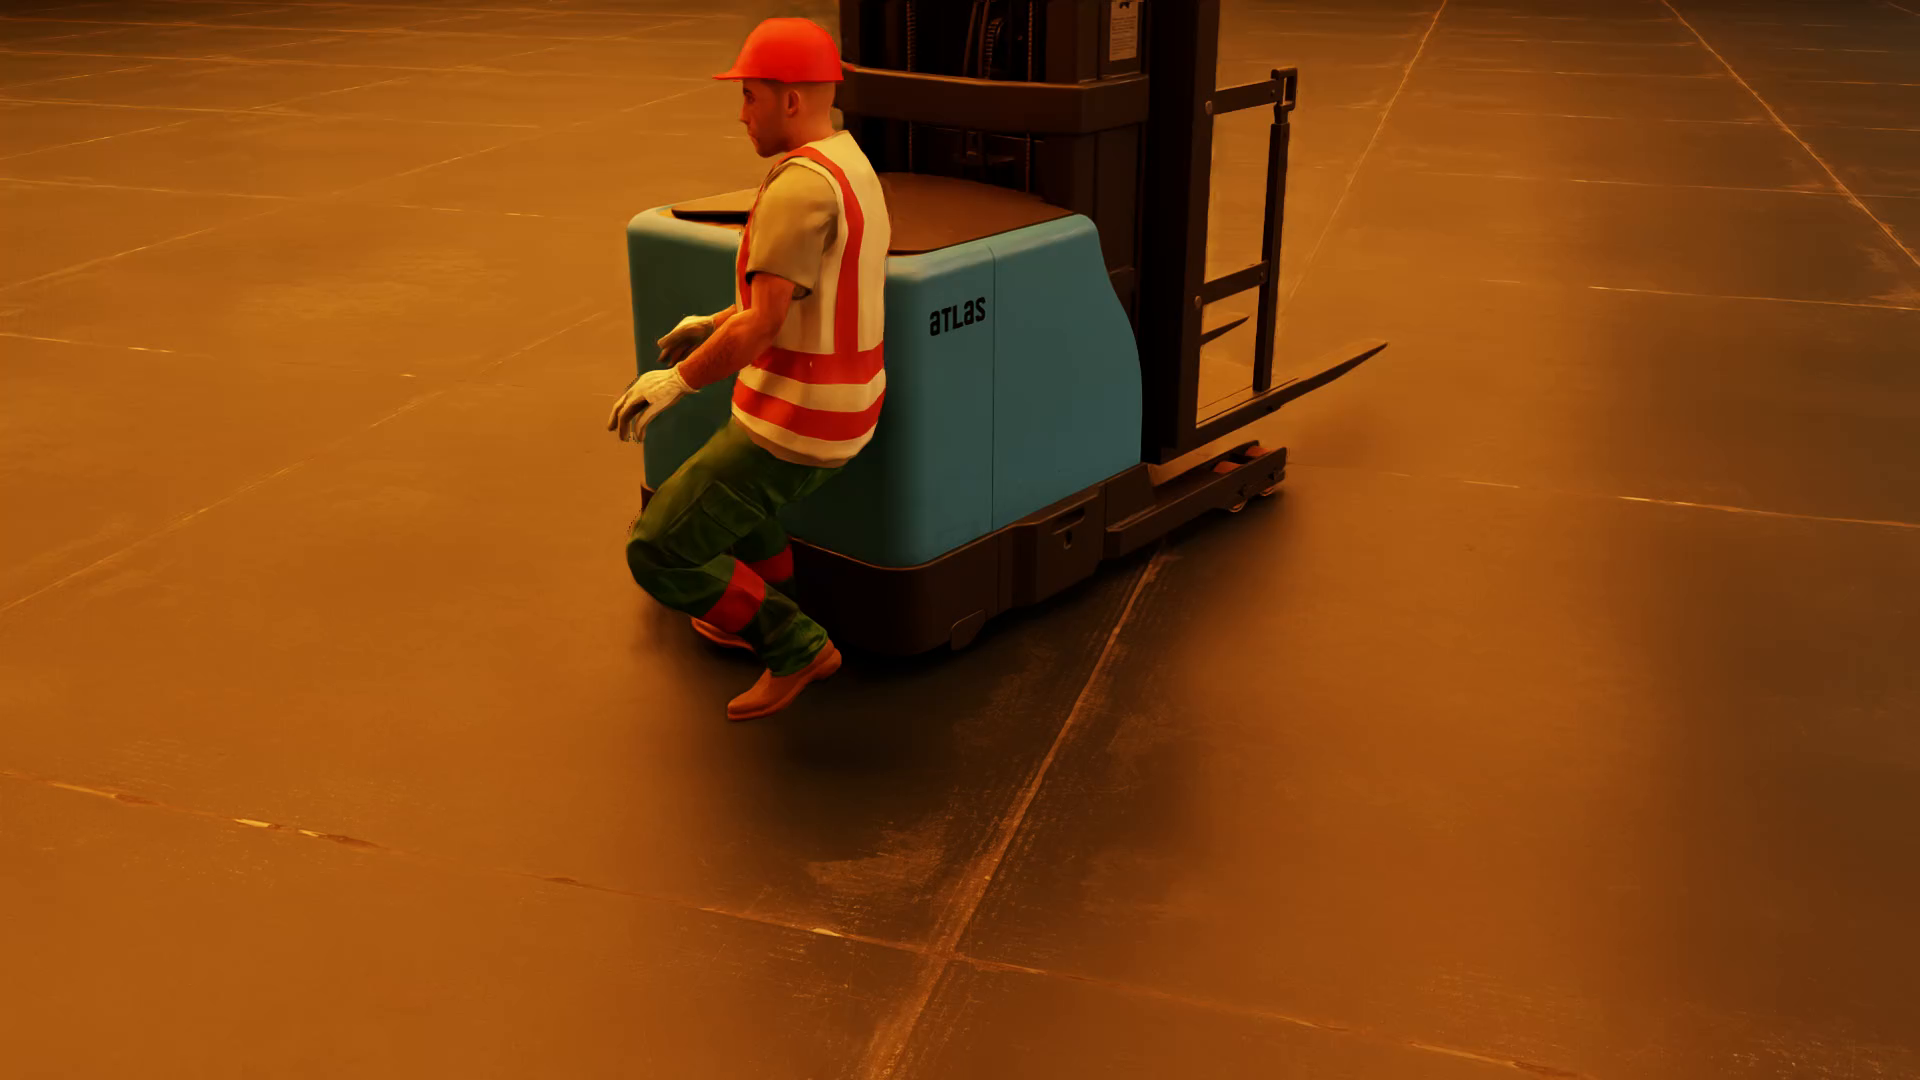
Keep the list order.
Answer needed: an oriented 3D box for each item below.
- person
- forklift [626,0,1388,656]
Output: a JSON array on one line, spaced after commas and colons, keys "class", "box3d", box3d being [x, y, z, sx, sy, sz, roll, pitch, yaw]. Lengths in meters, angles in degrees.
[{"class": "person", "box3d": [-0.492, -0.325, 3.778, 0.667, 1.646, 0.808, 4, 23, 10]}, {"class": "forklift", "box3d": [0.421, -1.549, 5.031, 1.130, 2.935, 3.031, 18, 28, 36]}]
